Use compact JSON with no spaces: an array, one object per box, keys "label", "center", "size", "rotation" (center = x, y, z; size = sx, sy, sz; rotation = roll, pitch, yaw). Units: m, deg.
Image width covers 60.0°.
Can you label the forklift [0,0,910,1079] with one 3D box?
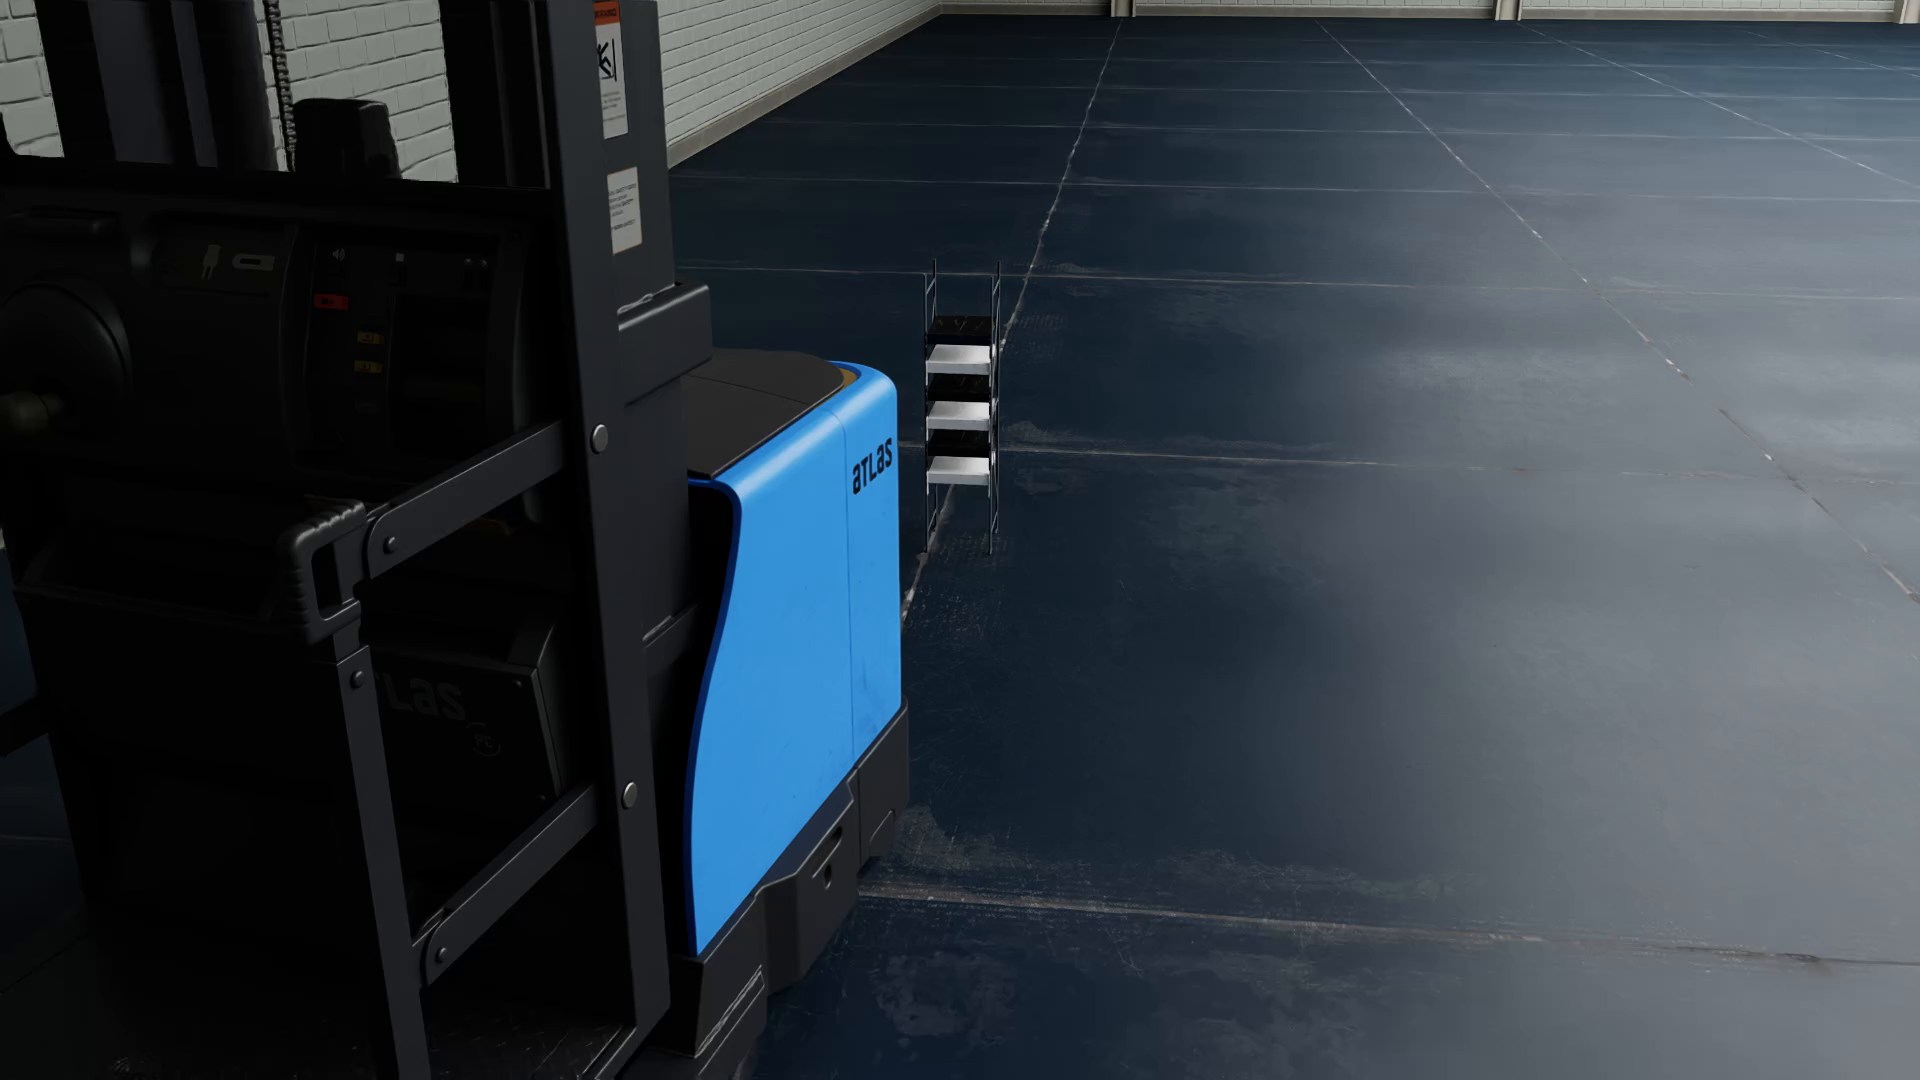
[{"label":"forklift","center":[-1.075,-0.272,2.142],"size":[1.130,2.935,3.031],"rotation":[7,23,18]}]

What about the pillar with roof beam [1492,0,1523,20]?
[{"label":"pillar with roof beam","center":[8.083,-10.802,20.523],"size":[0.400,9.000,9.100],"rotation":[2,22,6]}]

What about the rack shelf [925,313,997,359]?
[{"label":"rack shelf","center":[0.008,-0.638,5.186],"size":[0.200,0.077,0.258],"rotation":[2,22,6]}]

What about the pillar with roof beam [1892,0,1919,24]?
[{"label":"pillar with roof beam","center":[14.041,-10.542,19.866],"size":[0.400,9.000,9.100],"rotation":[2,22,6]}]

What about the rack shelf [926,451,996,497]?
[{"label":"rack shelf","center":[0.008,-0.220,5.352],"size":[0.200,0.077,0.258],"rotation":[2,22,6]}]

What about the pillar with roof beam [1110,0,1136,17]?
[{"label":"pillar with roof beam","center":[2.124,-11.062,21.179],"size":[0.400,9.000,9.100],"rotation":[2,22,6]}]

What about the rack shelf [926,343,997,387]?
[{"label":"rack shelf","center":[0.008,-0.555,5.220],"size":[0.200,0.077,0.258],"rotation":[2,22,6]}]

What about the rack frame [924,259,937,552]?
[{"label":"rack frame","center":[-0.093,-0.423,5.285],"size":[0.006,0.900,0.240],"rotation":[2,22,6]}]

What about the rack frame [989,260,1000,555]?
[{"label":"rack frame","center":[0.109,-0.414,5.262],"size":[0.006,0.900,0.240],"rotation":[2,22,6]}]

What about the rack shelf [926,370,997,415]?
[{"label":"rack shelf","center":[0.008,-0.471,5.253],"size":[0.200,0.077,0.258],"rotation":[2,22,6]}]

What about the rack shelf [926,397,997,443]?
[{"label":"rack shelf","center":[0.008,-0.387,5.286],"size":[0.200,0.077,0.258],"rotation":[2,22,6]}]

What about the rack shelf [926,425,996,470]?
[{"label":"rack shelf","center":[0.008,-0.303,5.319],"size":[0.200,0.077,0.258],"rotation":[2,22,6]}]

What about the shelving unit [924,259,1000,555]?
[{"label":"shelving unit","center":[0.008,-0.418,5.273],"size":[0.210,0.900,0.258],"rotation":[2,22,6]}]
